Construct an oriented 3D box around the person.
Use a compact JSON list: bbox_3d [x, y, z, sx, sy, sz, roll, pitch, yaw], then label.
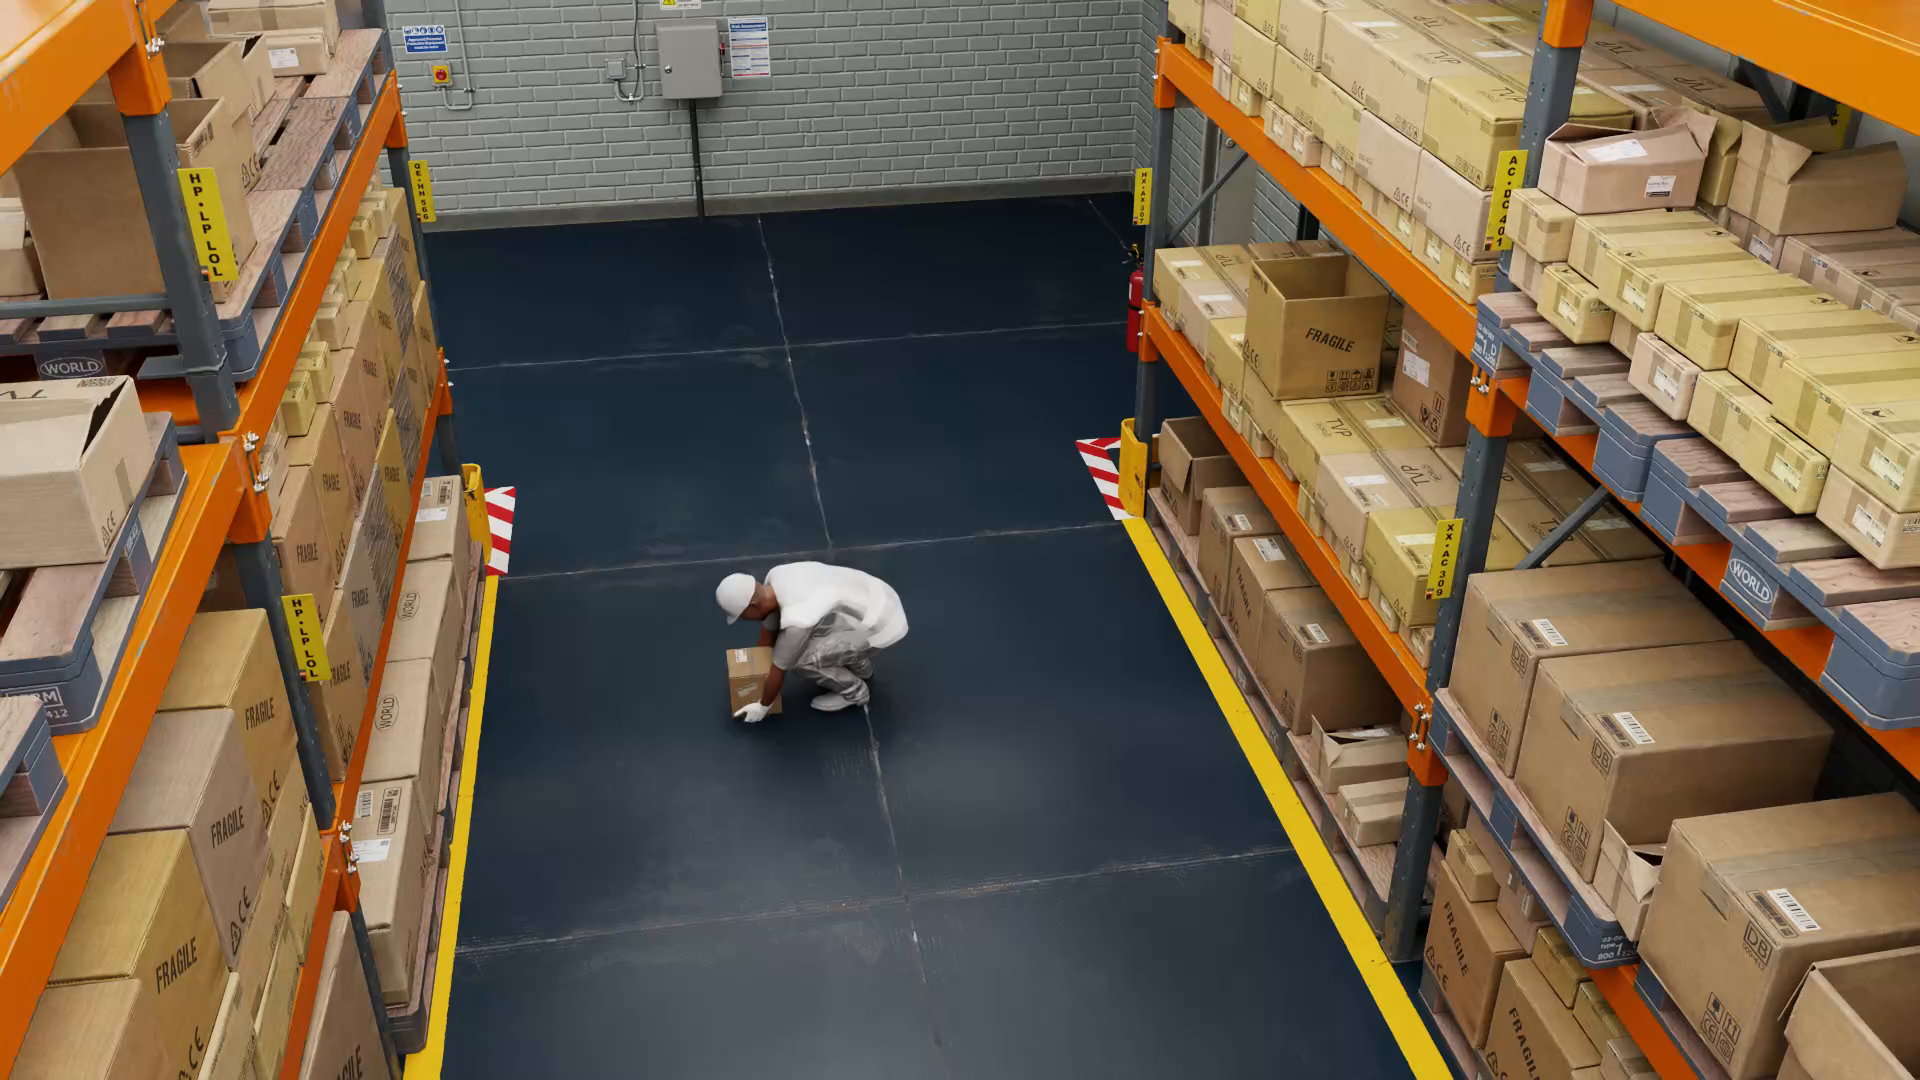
[{"bbox_3d":[-0.729,0.499,8.333,0.937,0.876,0.575,-5,31,-9],"label":"person"}]
